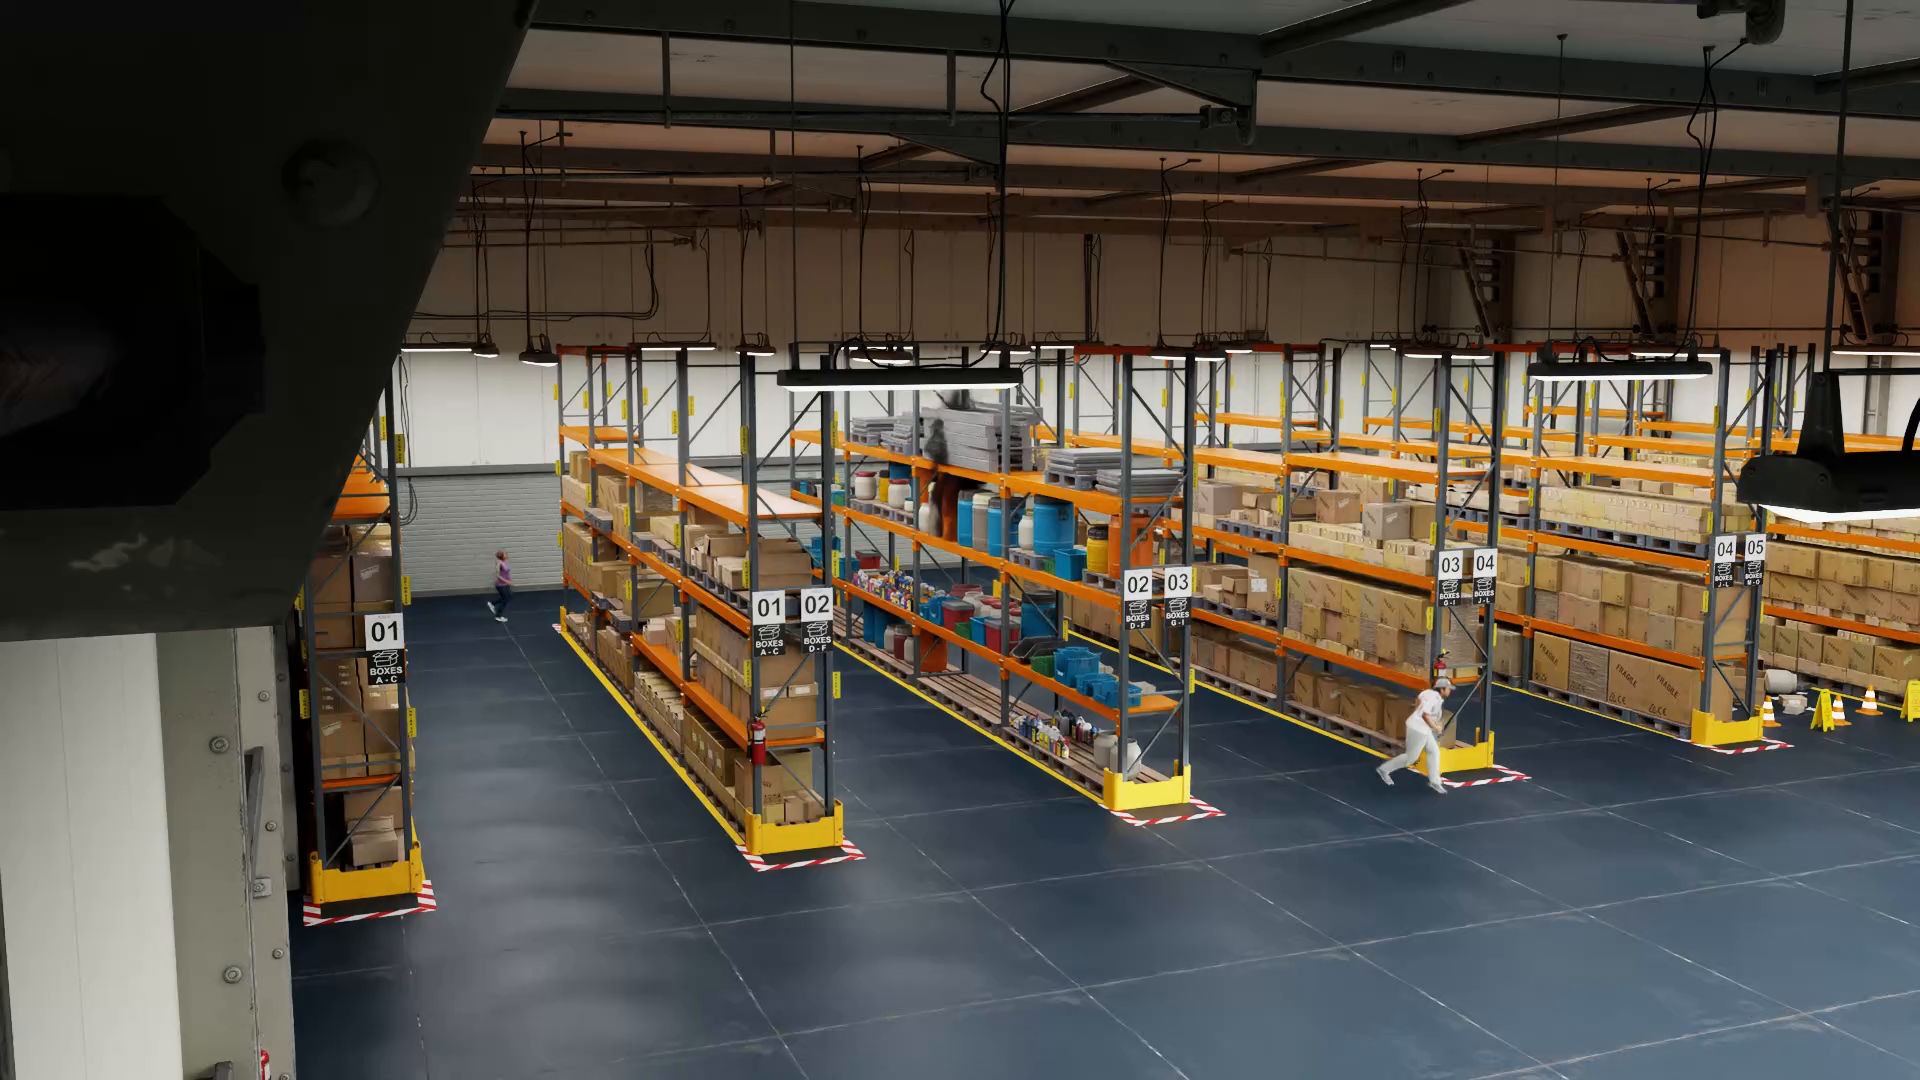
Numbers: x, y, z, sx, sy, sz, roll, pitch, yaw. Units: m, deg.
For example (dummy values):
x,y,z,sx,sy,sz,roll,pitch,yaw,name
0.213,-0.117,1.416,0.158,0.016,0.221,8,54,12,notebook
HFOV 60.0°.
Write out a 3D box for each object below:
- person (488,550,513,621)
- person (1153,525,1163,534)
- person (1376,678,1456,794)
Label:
x,y,z,sx,sy,sz,roll,pitch,yaw,name
-9.983,0.985,36.141,0.608,1.568,0.565,1,7,4,person
4.658,0.322,40.563,0.682,1.739,0.553,5,9,37,person
6.253,2.680,22.824,1.028,1.627,0.640,1,7,10,person
